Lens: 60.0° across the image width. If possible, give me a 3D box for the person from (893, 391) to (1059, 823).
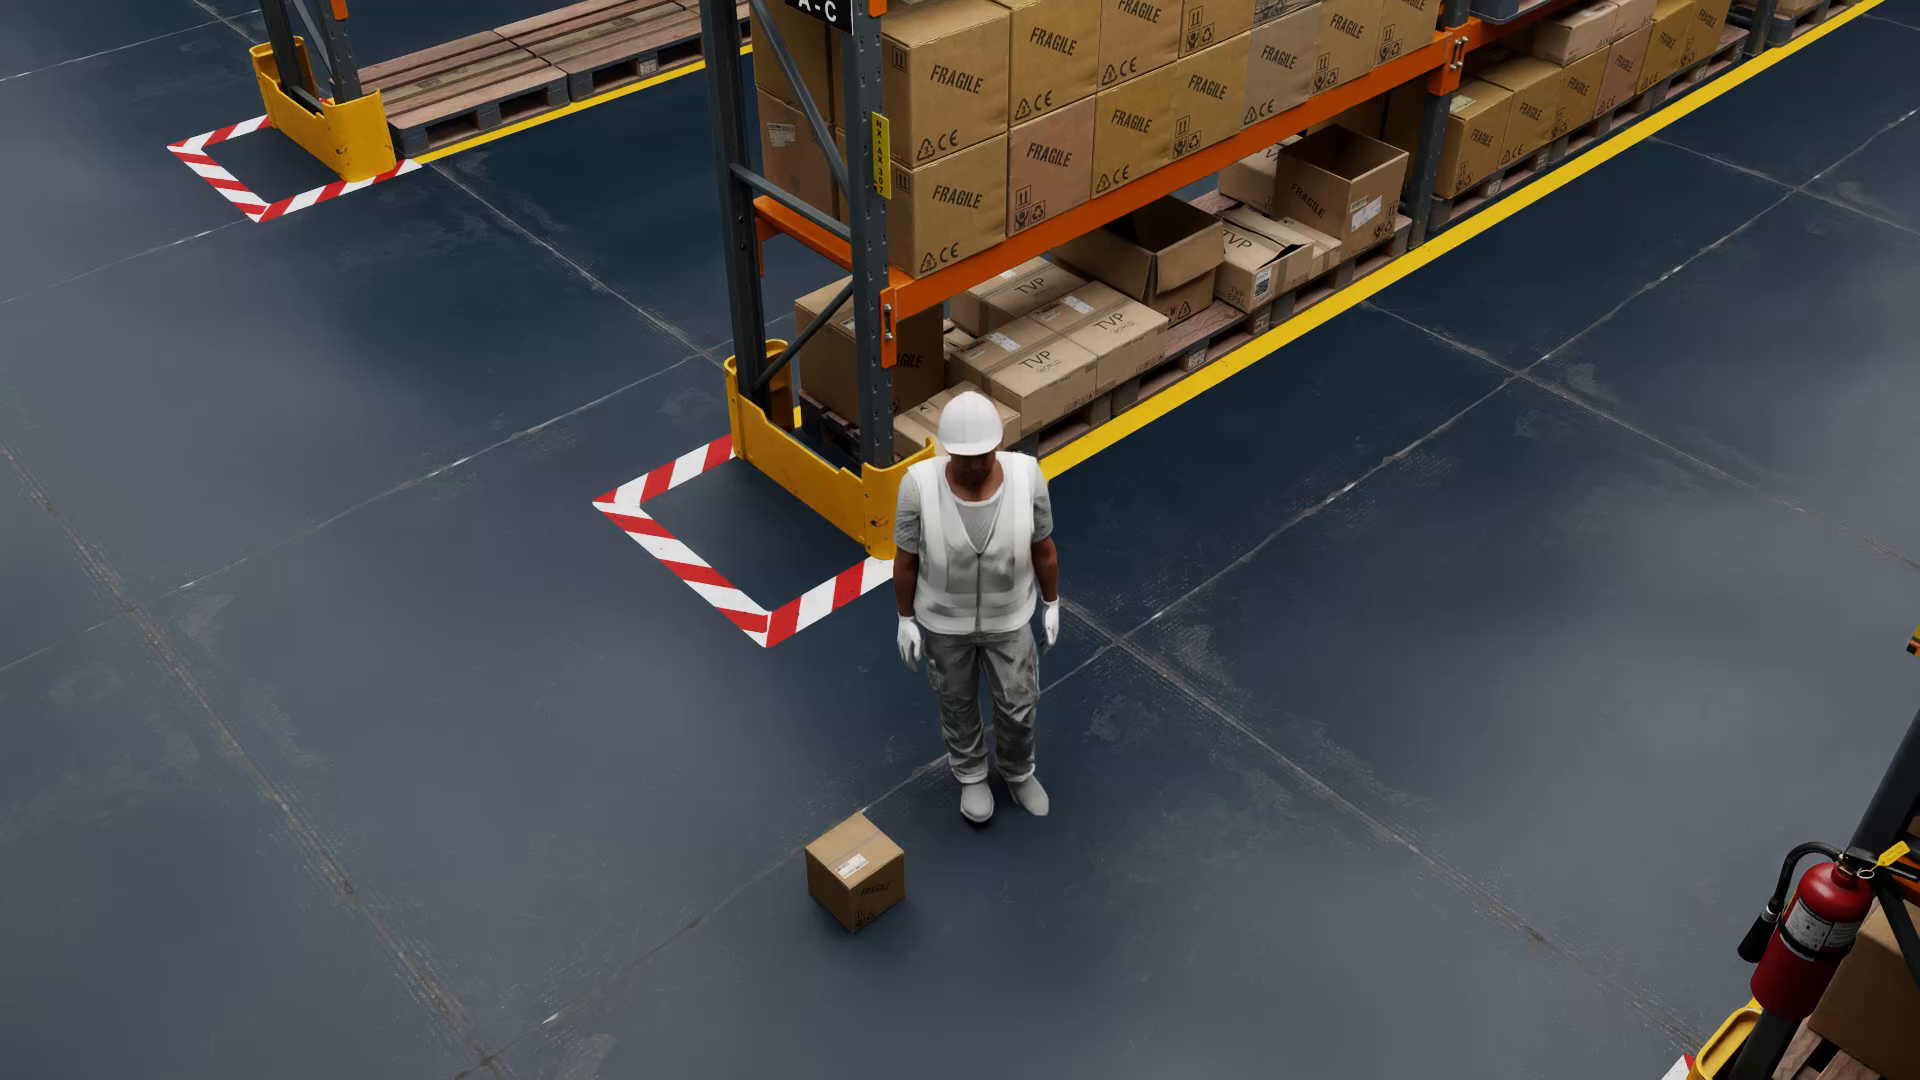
[{"bbox_3d":[0.062,0.283,5.813,0.577,1.825,0.410,-3,40,-3],"label":"person"}]
